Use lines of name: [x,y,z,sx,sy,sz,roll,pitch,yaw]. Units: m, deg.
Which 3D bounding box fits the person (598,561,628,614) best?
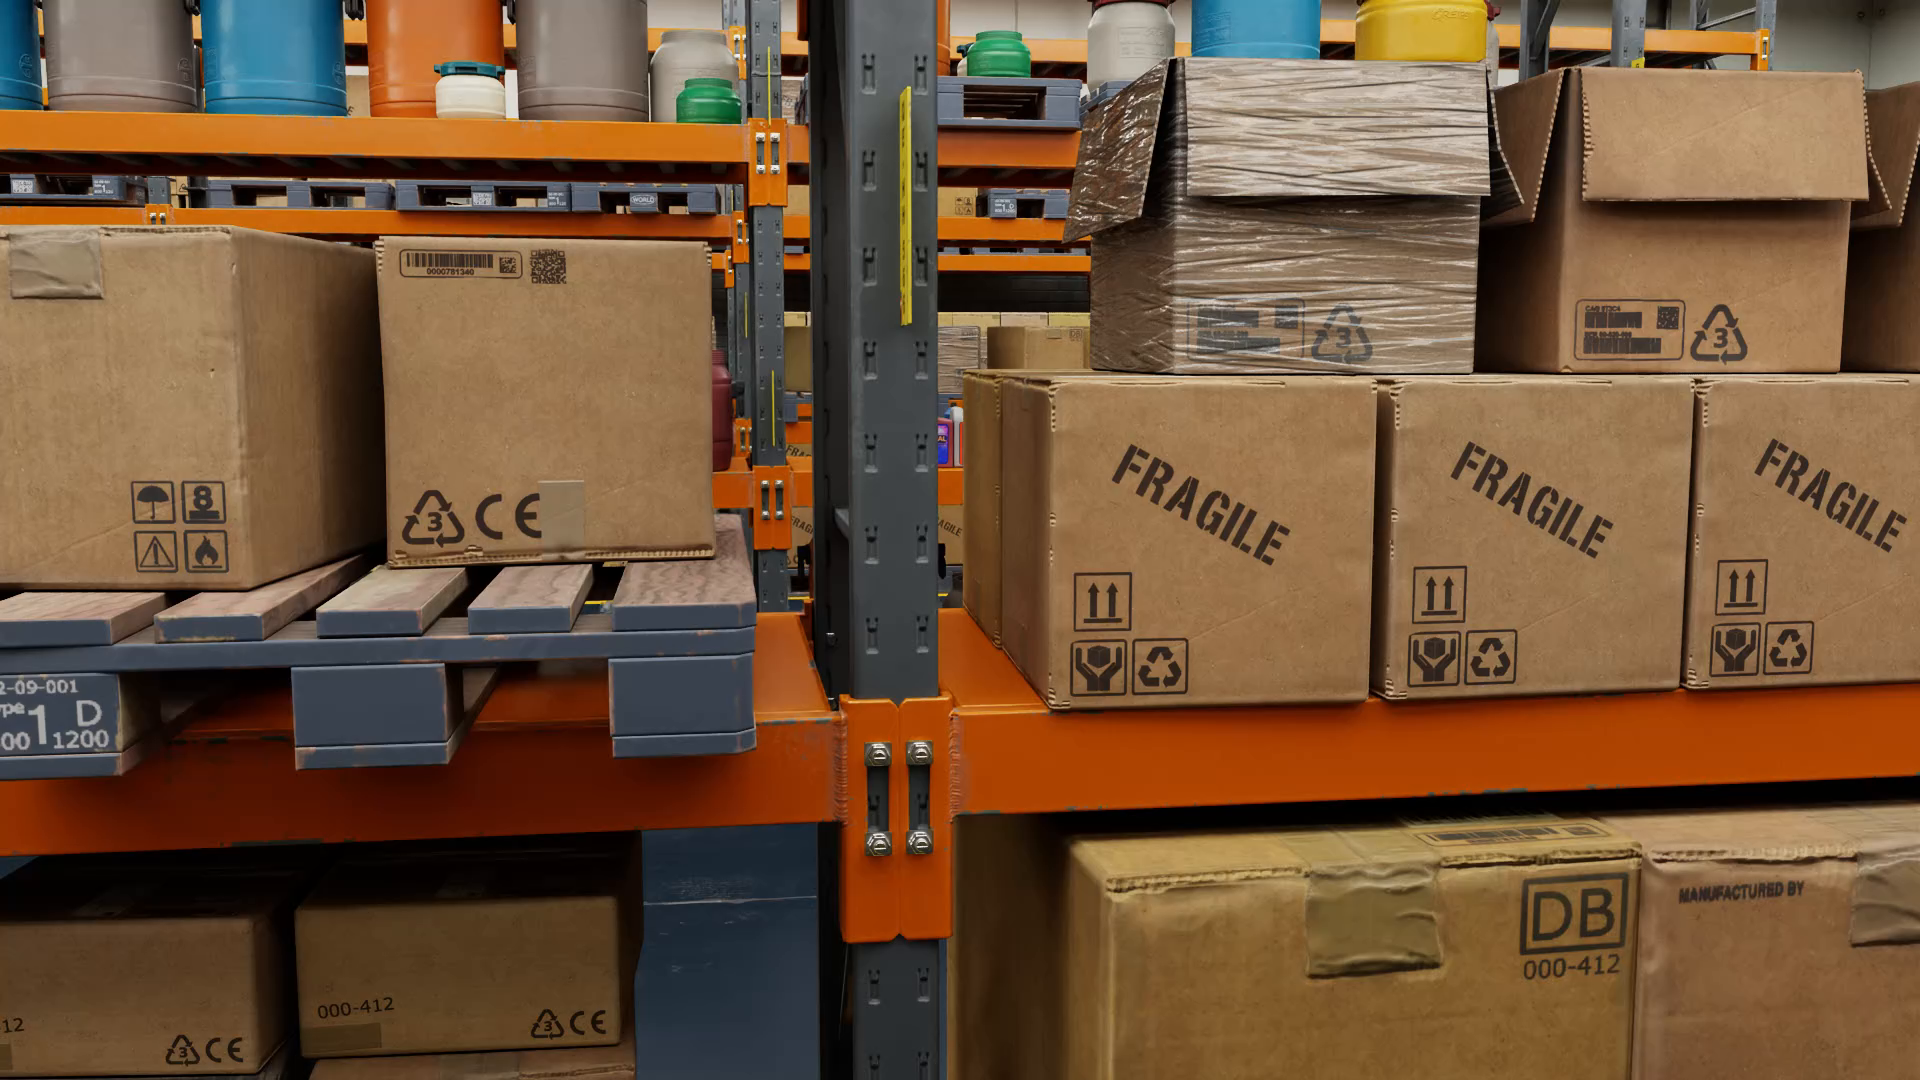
person: [-1.970,-0.152,9.906,0.972,1.636,0.508,2,7,13]
